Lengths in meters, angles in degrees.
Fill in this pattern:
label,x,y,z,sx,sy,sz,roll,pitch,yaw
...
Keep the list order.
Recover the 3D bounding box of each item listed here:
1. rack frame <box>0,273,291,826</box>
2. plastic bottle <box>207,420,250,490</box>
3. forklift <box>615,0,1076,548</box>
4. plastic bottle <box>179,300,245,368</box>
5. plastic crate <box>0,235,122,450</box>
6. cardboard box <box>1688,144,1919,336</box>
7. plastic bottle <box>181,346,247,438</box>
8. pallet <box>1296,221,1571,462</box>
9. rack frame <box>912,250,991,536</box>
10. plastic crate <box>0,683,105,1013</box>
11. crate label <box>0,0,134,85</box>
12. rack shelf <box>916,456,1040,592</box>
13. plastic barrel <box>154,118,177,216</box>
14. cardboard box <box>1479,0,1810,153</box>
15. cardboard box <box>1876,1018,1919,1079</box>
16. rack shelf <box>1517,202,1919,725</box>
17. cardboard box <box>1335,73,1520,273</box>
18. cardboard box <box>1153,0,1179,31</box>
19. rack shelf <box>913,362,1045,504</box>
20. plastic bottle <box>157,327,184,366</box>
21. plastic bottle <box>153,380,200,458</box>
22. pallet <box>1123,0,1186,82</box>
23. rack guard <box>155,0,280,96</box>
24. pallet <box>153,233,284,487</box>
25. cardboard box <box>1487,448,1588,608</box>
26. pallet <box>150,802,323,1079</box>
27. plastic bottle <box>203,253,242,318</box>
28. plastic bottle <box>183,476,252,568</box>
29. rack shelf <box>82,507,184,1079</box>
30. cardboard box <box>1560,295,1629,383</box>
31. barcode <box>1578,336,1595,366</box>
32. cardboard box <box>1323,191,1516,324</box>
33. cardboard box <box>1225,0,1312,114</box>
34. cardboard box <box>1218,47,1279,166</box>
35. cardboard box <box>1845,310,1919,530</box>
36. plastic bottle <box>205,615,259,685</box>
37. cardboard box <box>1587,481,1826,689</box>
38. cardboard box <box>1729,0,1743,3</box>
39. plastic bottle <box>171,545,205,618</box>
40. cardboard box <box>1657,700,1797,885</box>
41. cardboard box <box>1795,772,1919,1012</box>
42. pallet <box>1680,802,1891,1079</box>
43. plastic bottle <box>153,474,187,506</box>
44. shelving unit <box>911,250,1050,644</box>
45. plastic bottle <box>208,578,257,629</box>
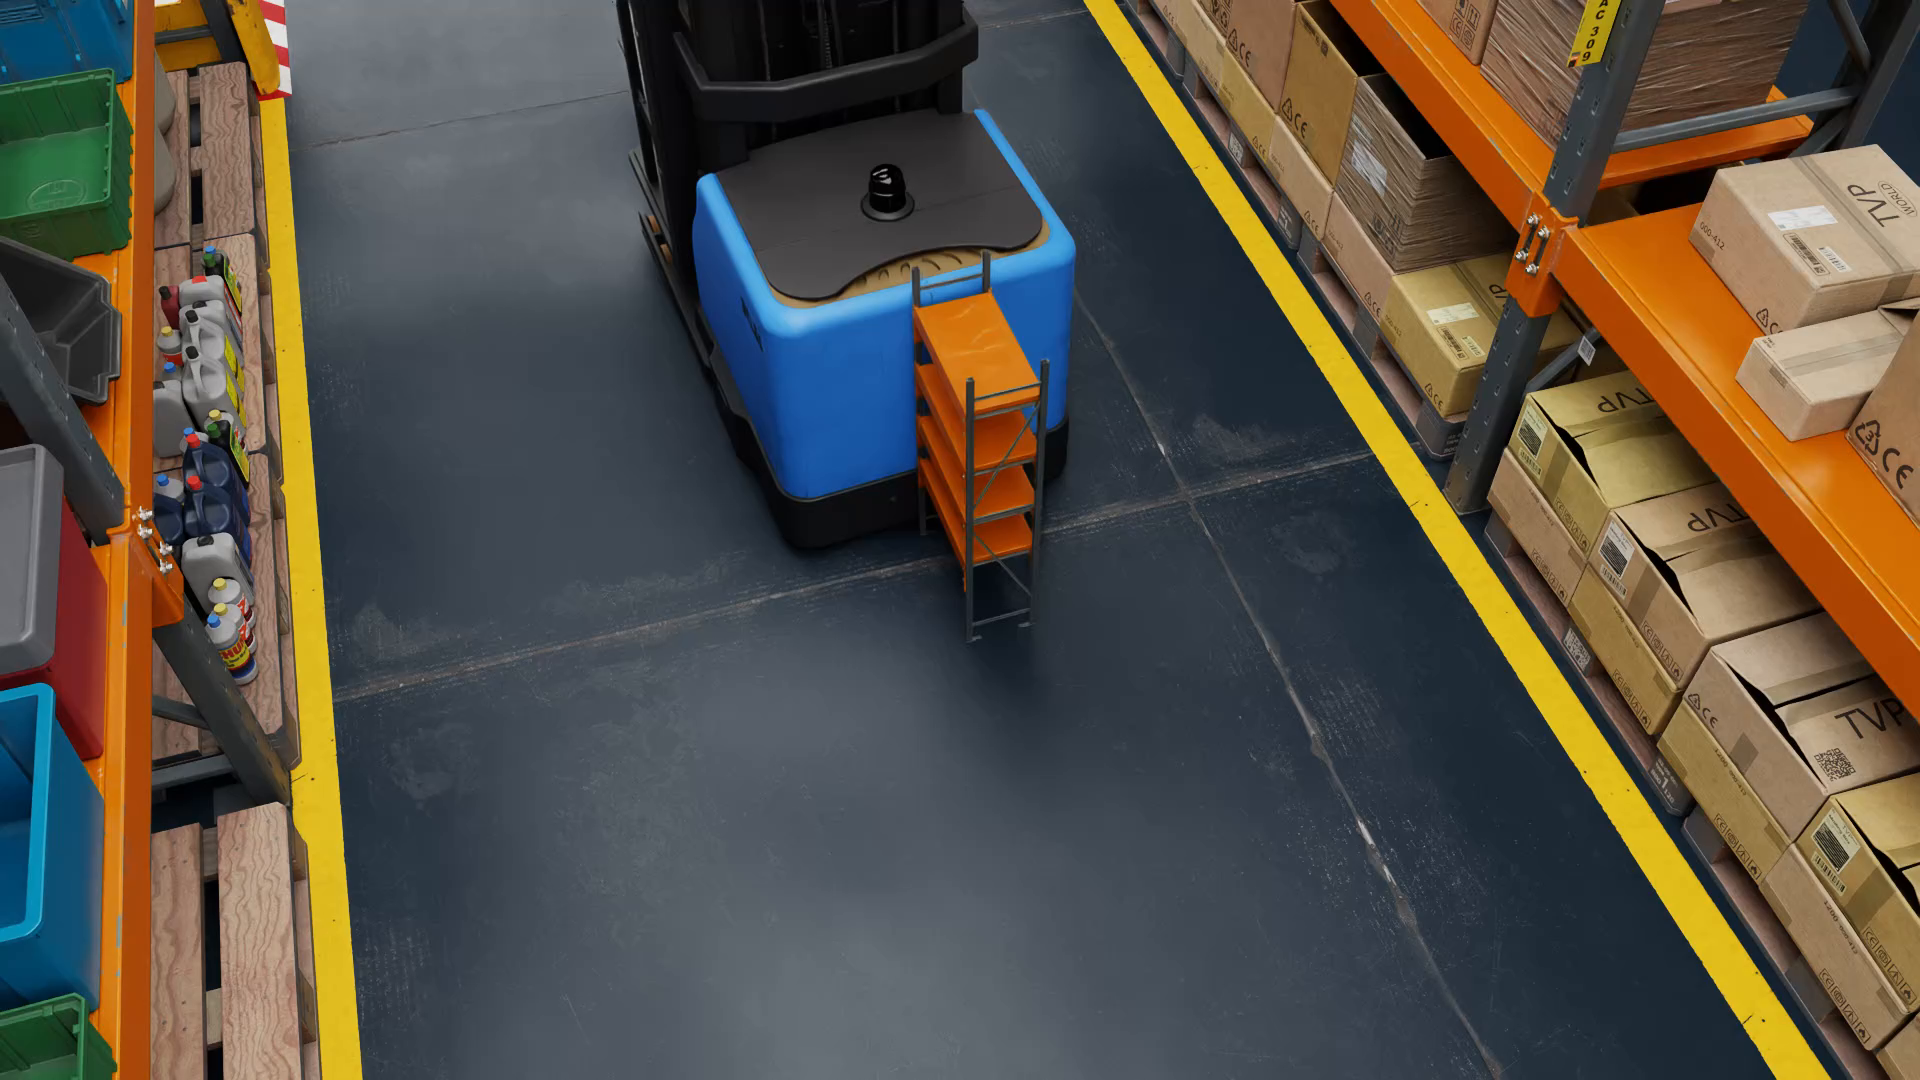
label,x,y,z,sx,sy,sz,roll,pitch,yaw
rack frame,-2.532,-0.085,3.860,1.000,3.000,0.127,-13,51,-11
plastic bottle,-2.439,-0.303,5.532,0.061,0.283,0.133,-11,51,-9
forklift,-0.637,-2.070,5.578,1.130,2.935,3.031,-17,52,-14
plastic bottle,-2.664,-0.737,5.903,0.152,0.276,0.135,-15,51,-12
plastic crate,-2.566,-0.476,4.230,0.767,0.338,0.504,-13,51,-11
cardboard box,2.388,-0.804,4.564,0.500,0.250,0.500,-10,51,-9
plastic bottle,-2.556,-0.505,5.659,0.144,0.351,0.185,-14,51,-11
pallet,2.006,-0.894,6.365,1.003,0.211,1.213,-13,51,-11
rack frame,-0.025,-0.434,5.331,0.240,1.200,0.015,-15,51,-12
plastic crate,-1.909,0.655,3.246,0.392,0.384,0.575,-13,51,-11
crate label,-2.912,-1.735,5.228,0.502,0.435,0.616,-13,51,-11
rack shelf,0.054,-0.086,5.385,0.258,0.148,0.480,-15,51,-12
plastic barrel,-3.299,-1.511,6.414,0.421,0.512,0.421,0,50,0
cardboard box,2.063,-1.557,5.036,0.700,0.500,0.500,-15,51,-12
cardboard box,2.693,1.397,4.134,0.500,0.250,0.500,-12,51,-10
rack shelf,2.792,0.490,3.845,1.077,0.370,4.000,-13,51,-11
cardboard box,1.718,-1.350,5.960,0.500,0.500,0.500,-13,51,-11
cardboard box,1.115,-2.567,7.476,0.500,0.250,0.500,-13,51,-11
rack shelf,0.054,-0.358,5.063,0.258,0.148,0.480,-15,51,-12
plastic bottle,-2.777,-0.671,5.896,0.097,0.201,0.097,0,50,0
plastic bottle,-2.690,-0.429,5.643,0.152,0.276,0.135,-13,51,-11
pallet,1.284,-2.676,7.868,1.003,0.211,1.213,-13,51,-11
rack guard,-3.648,-2.156,7.241,1.175,0.500,0.348,-13,51,-11
pallet,-3.055,-0.579,6.100,1.003,0.211,1.213,-13,51,-11
cardboard box,2.083,-0.101,5.397,0.500,0.250,0.500,-14,51,-12
pallet,-2.263,1.378,4.450,1.003,0.211,1.213,-13,51,-11
plastic bottle,-2.701,-0.949,6.077,0.061,0.283,0.133,-12,51,-10
plastic bottle,-2.375,-0.057,5.281,0.144,0.351,0.185,-12,51,-10
rack shelf,-1.941,1.607,2.903,1.077,0.370,4.000,-13,51,-11
cardboard box,2.353,-0.859,6.036,0.500,0.250,0.500,-13,51,-11
barcode,1.878,-0.567,4.986,0.001,0.075,0.075,-13,51,-11
cardboard box,1.716,-1.108,6.246,0.500,0.250,0.500,-13,51,-11
cardboard box,1.405,-2.077,6.572,0.500,0.500,0.500,-13,51,-11
cardboard box,1.406,-1.835,6.859,0.500,0.250,0.500,-13,51,-11
cardboard box,2.568,-0.285,3.963,0.500,0.500,0.500,-10,51,-8
plastic bottle,-2.208,0.321,5.015,0.097,0.271,0.097,0,50,0
cardboard box,2.228,0.093,4.867,0.500,0.311,0.500,-14,51,-11
cardboard box,2.306,-1.684,4.718,0.380,0.149,0.250,-13,51,-11
plastic bottle,-2.431,0.111,5.183,0.061,0.283,0.133,-13,51,-11
cardboard box,2.389,0.650,4.763,0.500,0.250,0.500,-15,51,-12
cardboard box,2.541,0.848,4.230,0.500,0.311,0.500,-12,51,-10
pallet,2.820,1.118,4.669,1.003,0.211,1.213,-13,51,-11
plastic bottle,-2.533,-0.110,5.377,0.097,0.271,0.097,0,50,0
shelving unit,0.054,-0.257,5.182,0.258,1.200,0.503,-15,51,-12
plastic bottle,-2.268,0.195,5.167,0.097,0.201,0.097,0,50,0
